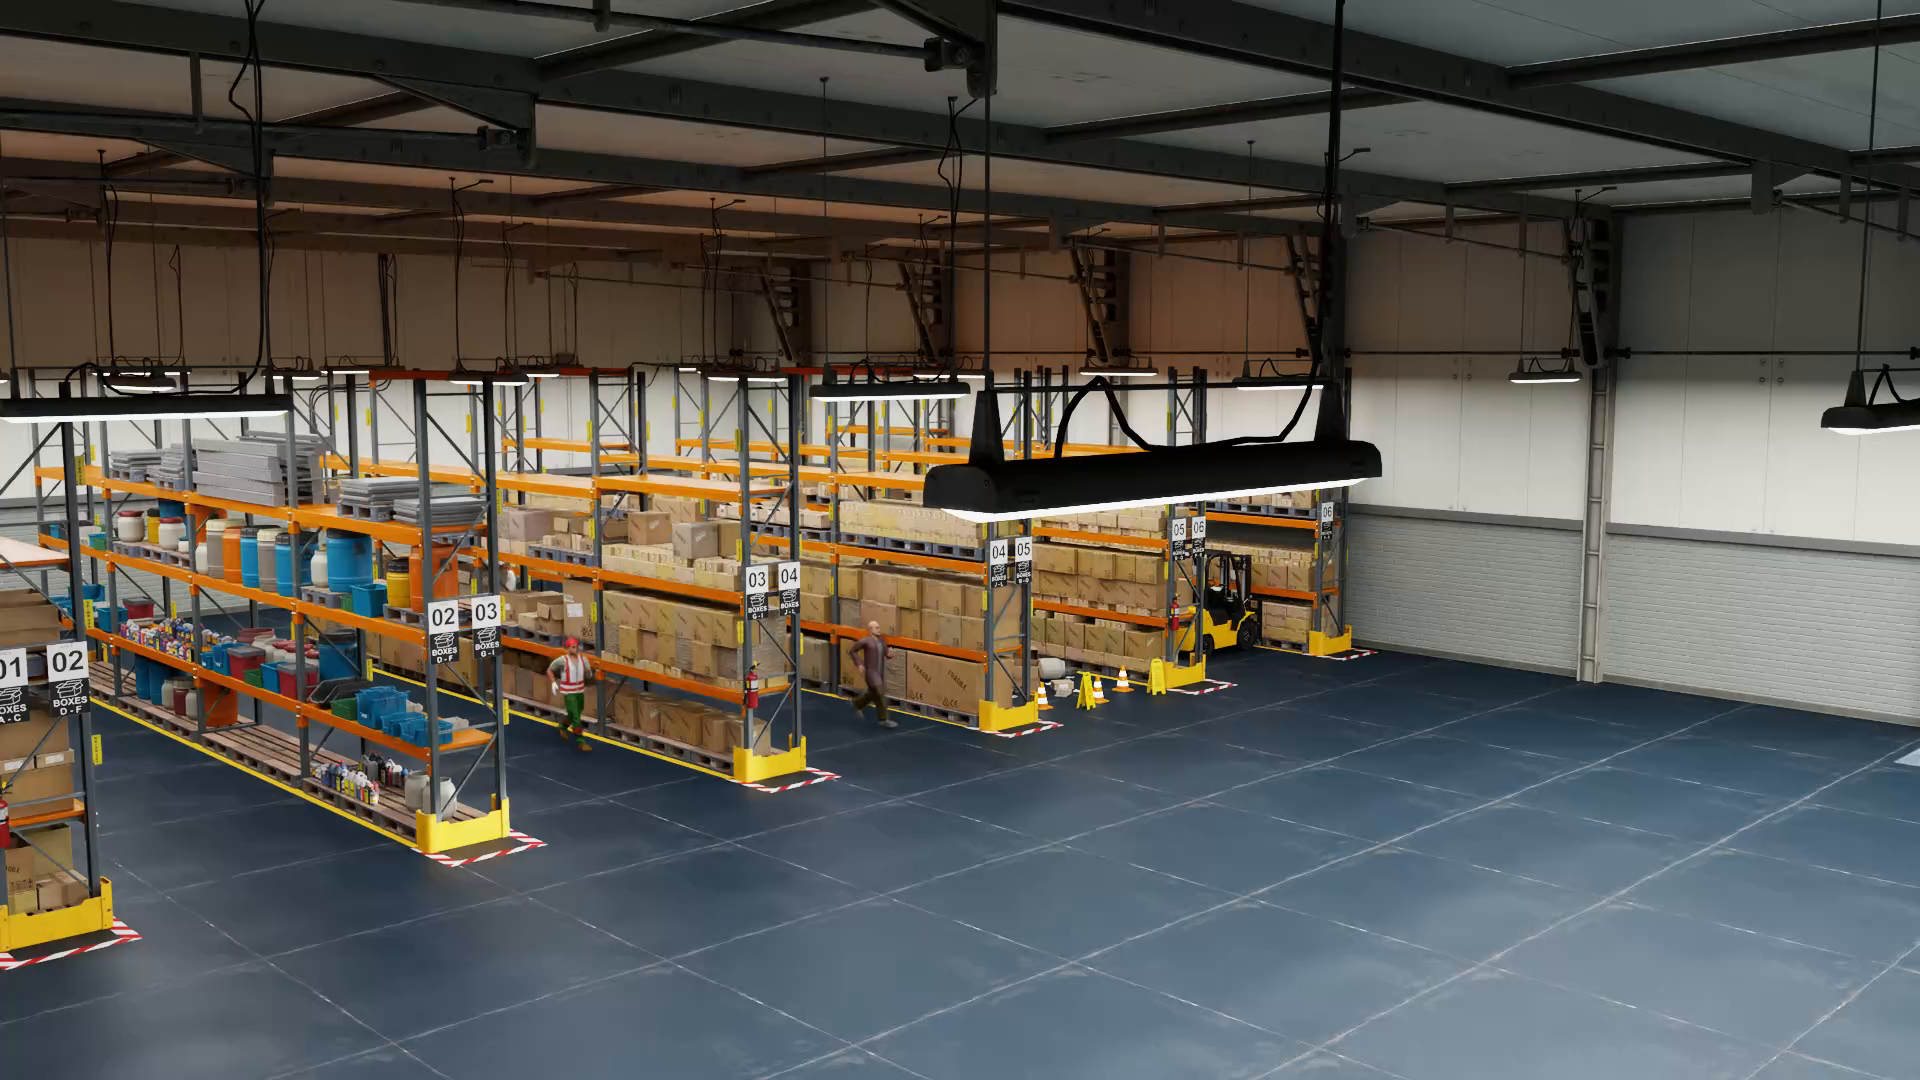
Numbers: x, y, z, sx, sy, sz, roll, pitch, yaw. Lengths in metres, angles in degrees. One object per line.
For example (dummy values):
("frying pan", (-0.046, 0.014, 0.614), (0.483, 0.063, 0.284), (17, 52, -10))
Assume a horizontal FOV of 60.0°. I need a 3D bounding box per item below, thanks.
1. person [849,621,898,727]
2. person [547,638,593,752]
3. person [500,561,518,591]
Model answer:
("person", (-1.484, 2.244, 28.153), (1.049, 1.761, 0.704), (4, 8, 34))
("person", (-6.175, 2.426, 26.488), (0.993, 1.770, 0.662), (6, 9, 43))
("person", (-10.051, 1.300, 36.786), (0.695, 1.775, 0.944), (-6, 9, -44))
